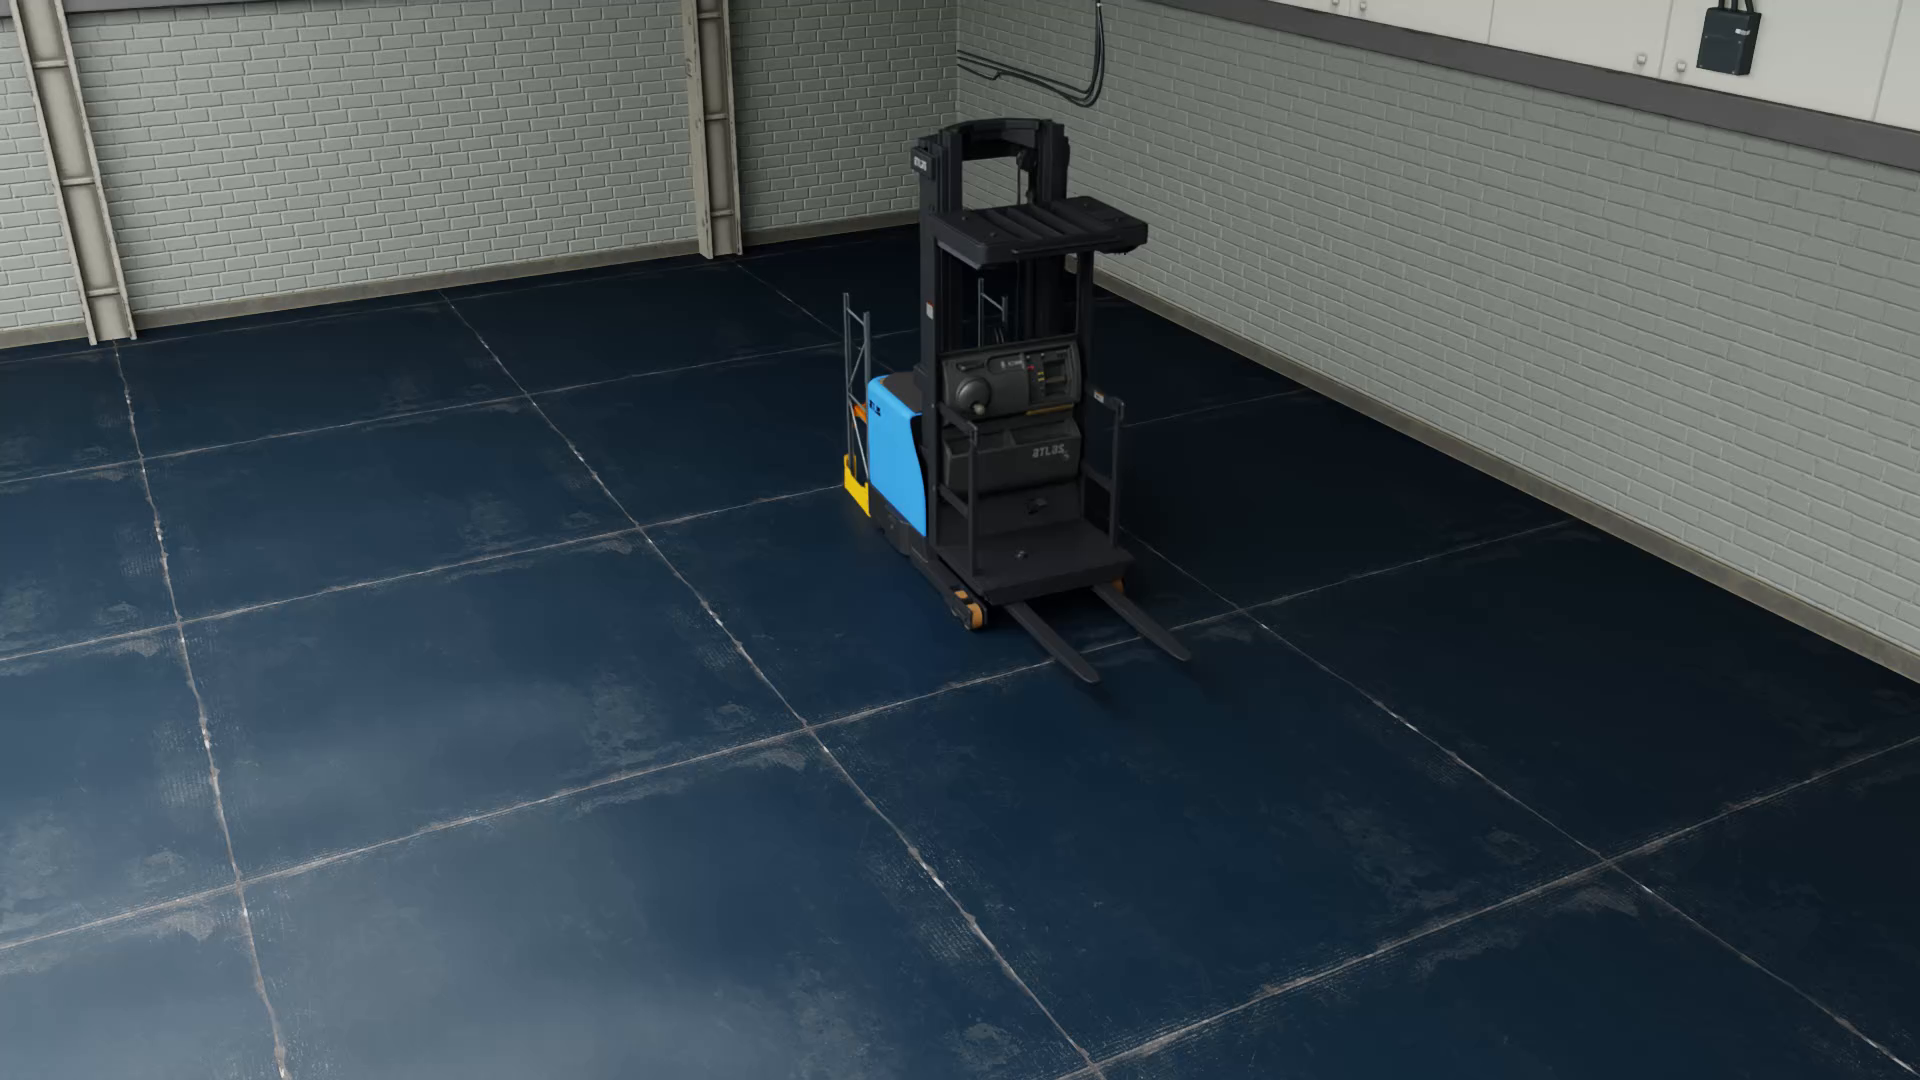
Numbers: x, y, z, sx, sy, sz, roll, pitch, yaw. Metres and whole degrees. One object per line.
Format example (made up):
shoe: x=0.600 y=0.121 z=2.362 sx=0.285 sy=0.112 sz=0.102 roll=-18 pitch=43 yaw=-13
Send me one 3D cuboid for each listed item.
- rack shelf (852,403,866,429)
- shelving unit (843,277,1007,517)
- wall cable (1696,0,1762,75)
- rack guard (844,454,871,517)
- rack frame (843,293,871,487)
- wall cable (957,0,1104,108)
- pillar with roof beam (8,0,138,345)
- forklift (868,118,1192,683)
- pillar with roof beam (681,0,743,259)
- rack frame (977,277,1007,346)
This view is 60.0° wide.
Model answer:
rack shelf: x=-0.245 y=-0.883 z=12.074 sx=1.000 sy=0.185 sz=0.538 roll=-10 pitch=27 yaw=-19
shelving unit: x=-0.254 y=-1.044 z=11.993 sx=1.083 sy=1.500 sz=0.587 roll=-10 pitch=27 yaw=-19
wall cable: x=5.082 y=-5.167 z=7.987 sx=0.169 sy=6.003 sz=2.305 roll=-13 pitch=29 yaw=-25
rack guard: x=-0.718 y=-0.402 z=12.102 sx=0.087 sy=0.250 sz=0.587 roll=-10 pitch=27 yaw=-19
rack frame: x=-0.719 y=-0.966 z=11.831 sx=0.032 sy=1.500 sz=0.500 roll=-10 pitch=27 yaw=-19
wall cable: x=0.629 y=-5.863 z=16.954 sx=0.112 sy=2.526 sz=3.097 roll=-13 pitch=29 yaw=-25
pillar with roof beam: x=-5.861 y=-4.301 z=10.114 sx=0.400 sy=9.000 sz=9.100 roll=-13 pitch=29 yaw=-25
forklift: x=0.418 y=-0.973 z=10.193 sx=1.130 sy=2.935 sz=3.031 roll=-11 pitch=28 yaw=-22
pillar with roof beam: x=-0.567 y=-5.523 z=12.659 sx=0.400 sy=9.000 sz=9.100 roll=-13 pitch=29 yaw=-25
rack frame: x=0.229 y=-1.125 z=12.161 sx=0.032 sy=1.500 sz=0.500 roll=-10 pitch=27 yaw=-19
